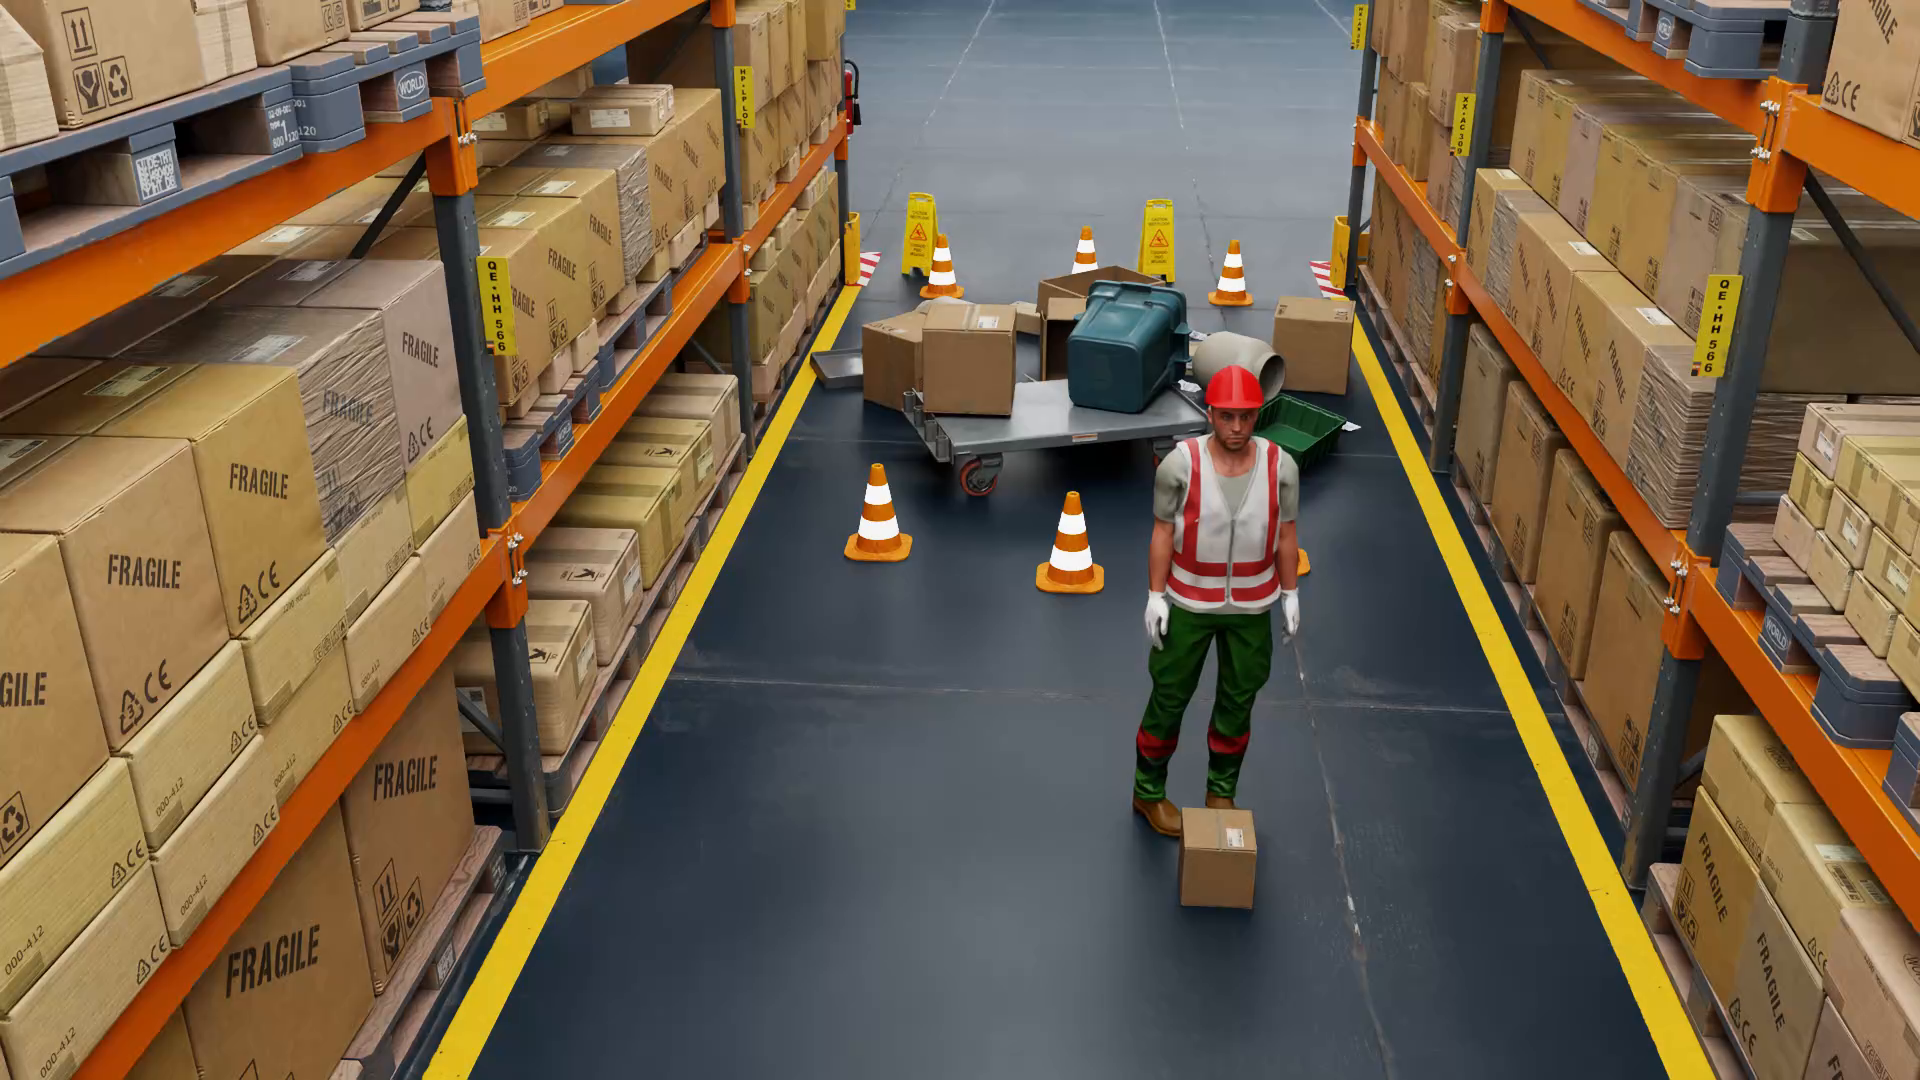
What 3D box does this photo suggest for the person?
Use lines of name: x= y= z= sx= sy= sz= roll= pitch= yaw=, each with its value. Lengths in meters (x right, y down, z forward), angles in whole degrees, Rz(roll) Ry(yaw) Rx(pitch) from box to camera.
person: x=0.956 y=0.350 z=6.083 sx=0.578 sy=1.552 sz=0.370 roll=0 pitch=24 yaw=-1
